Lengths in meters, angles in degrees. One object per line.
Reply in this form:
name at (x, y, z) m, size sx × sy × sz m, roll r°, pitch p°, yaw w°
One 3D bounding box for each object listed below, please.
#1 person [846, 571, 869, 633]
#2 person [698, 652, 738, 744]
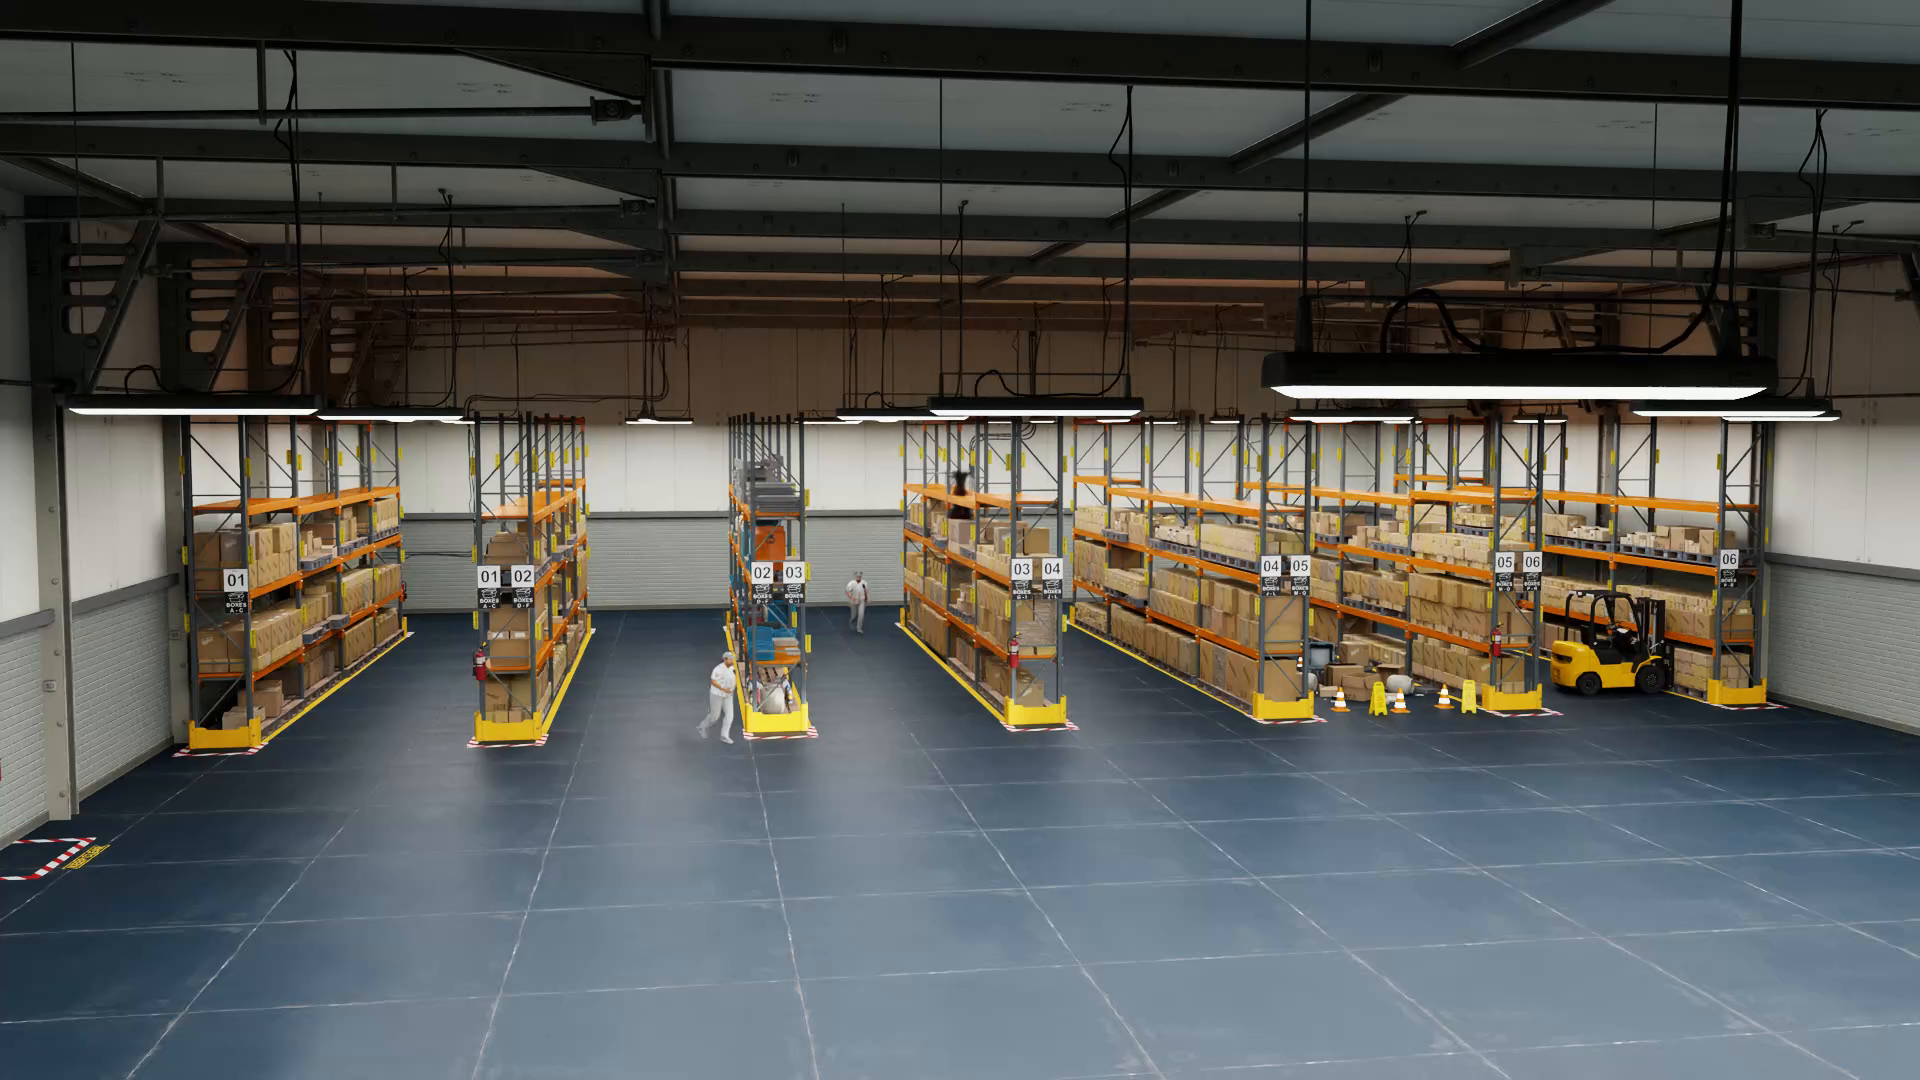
person at (-2.878, 1.713, 46.412) m, size 0.670 × 1.733 × 0.794 m, roll -1°, pitch 4°, yaw -17°
person at (-4.375, 2.853, 30.361) m, size 0.822 × 1.653 × 0.608 m, roll 3°, pitch 5°, yaw 40°
